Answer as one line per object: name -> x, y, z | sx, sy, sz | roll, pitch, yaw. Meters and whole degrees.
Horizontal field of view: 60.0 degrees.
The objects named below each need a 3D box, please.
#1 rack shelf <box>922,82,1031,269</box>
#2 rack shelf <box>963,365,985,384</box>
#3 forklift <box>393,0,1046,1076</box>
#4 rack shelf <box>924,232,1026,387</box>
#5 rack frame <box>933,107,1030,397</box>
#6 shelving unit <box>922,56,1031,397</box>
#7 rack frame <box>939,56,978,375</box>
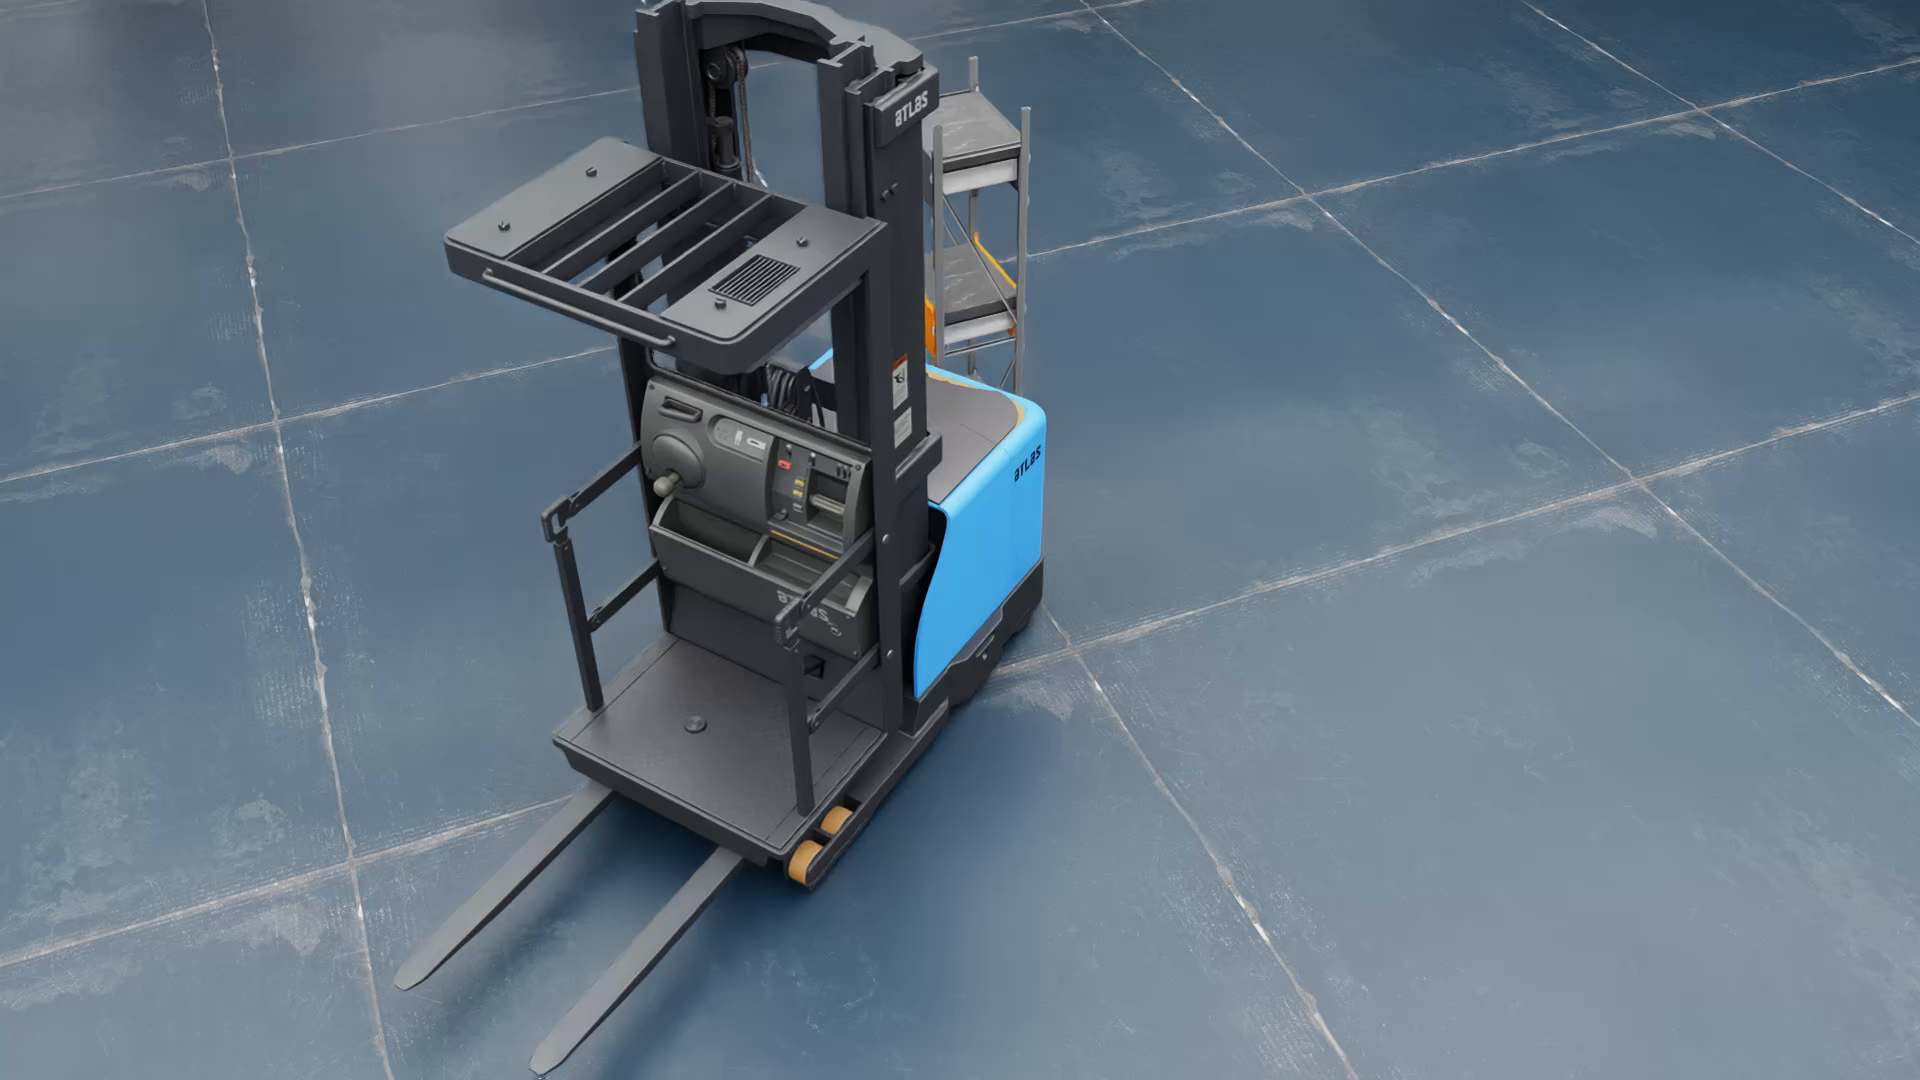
rack shelf -> -0.014, -1.477, 6.723 | 0.431, 0.518, 0.480 | -16, 43, -18
rack shelf -> -0.014, -0.415, 7.636 | 0.431, 0.518, 0.480 | -16, 43, -18
forklift -> -0.837, -0.180, 5.630 | 1.130, 2.935, 3.031 | 22, 45, 23
rack shelf -> -0.014, -0.946, 7.179 | 0.431, 0.518, 0.480 | -16, 43, -18
rack frame -> 0.084, -0.811, 7.001 | 0.400, 2.100, 0.015 | -16, 43, -18
shelving unit -> -0.014, -0.957, 7.171 | 0.431, 2.100, 0.503 | -16, 43, -18
rack frame -> -0.113, -1.102, 7.340 | 0.400, 2.100, 0.015 | -16, 43, -18
